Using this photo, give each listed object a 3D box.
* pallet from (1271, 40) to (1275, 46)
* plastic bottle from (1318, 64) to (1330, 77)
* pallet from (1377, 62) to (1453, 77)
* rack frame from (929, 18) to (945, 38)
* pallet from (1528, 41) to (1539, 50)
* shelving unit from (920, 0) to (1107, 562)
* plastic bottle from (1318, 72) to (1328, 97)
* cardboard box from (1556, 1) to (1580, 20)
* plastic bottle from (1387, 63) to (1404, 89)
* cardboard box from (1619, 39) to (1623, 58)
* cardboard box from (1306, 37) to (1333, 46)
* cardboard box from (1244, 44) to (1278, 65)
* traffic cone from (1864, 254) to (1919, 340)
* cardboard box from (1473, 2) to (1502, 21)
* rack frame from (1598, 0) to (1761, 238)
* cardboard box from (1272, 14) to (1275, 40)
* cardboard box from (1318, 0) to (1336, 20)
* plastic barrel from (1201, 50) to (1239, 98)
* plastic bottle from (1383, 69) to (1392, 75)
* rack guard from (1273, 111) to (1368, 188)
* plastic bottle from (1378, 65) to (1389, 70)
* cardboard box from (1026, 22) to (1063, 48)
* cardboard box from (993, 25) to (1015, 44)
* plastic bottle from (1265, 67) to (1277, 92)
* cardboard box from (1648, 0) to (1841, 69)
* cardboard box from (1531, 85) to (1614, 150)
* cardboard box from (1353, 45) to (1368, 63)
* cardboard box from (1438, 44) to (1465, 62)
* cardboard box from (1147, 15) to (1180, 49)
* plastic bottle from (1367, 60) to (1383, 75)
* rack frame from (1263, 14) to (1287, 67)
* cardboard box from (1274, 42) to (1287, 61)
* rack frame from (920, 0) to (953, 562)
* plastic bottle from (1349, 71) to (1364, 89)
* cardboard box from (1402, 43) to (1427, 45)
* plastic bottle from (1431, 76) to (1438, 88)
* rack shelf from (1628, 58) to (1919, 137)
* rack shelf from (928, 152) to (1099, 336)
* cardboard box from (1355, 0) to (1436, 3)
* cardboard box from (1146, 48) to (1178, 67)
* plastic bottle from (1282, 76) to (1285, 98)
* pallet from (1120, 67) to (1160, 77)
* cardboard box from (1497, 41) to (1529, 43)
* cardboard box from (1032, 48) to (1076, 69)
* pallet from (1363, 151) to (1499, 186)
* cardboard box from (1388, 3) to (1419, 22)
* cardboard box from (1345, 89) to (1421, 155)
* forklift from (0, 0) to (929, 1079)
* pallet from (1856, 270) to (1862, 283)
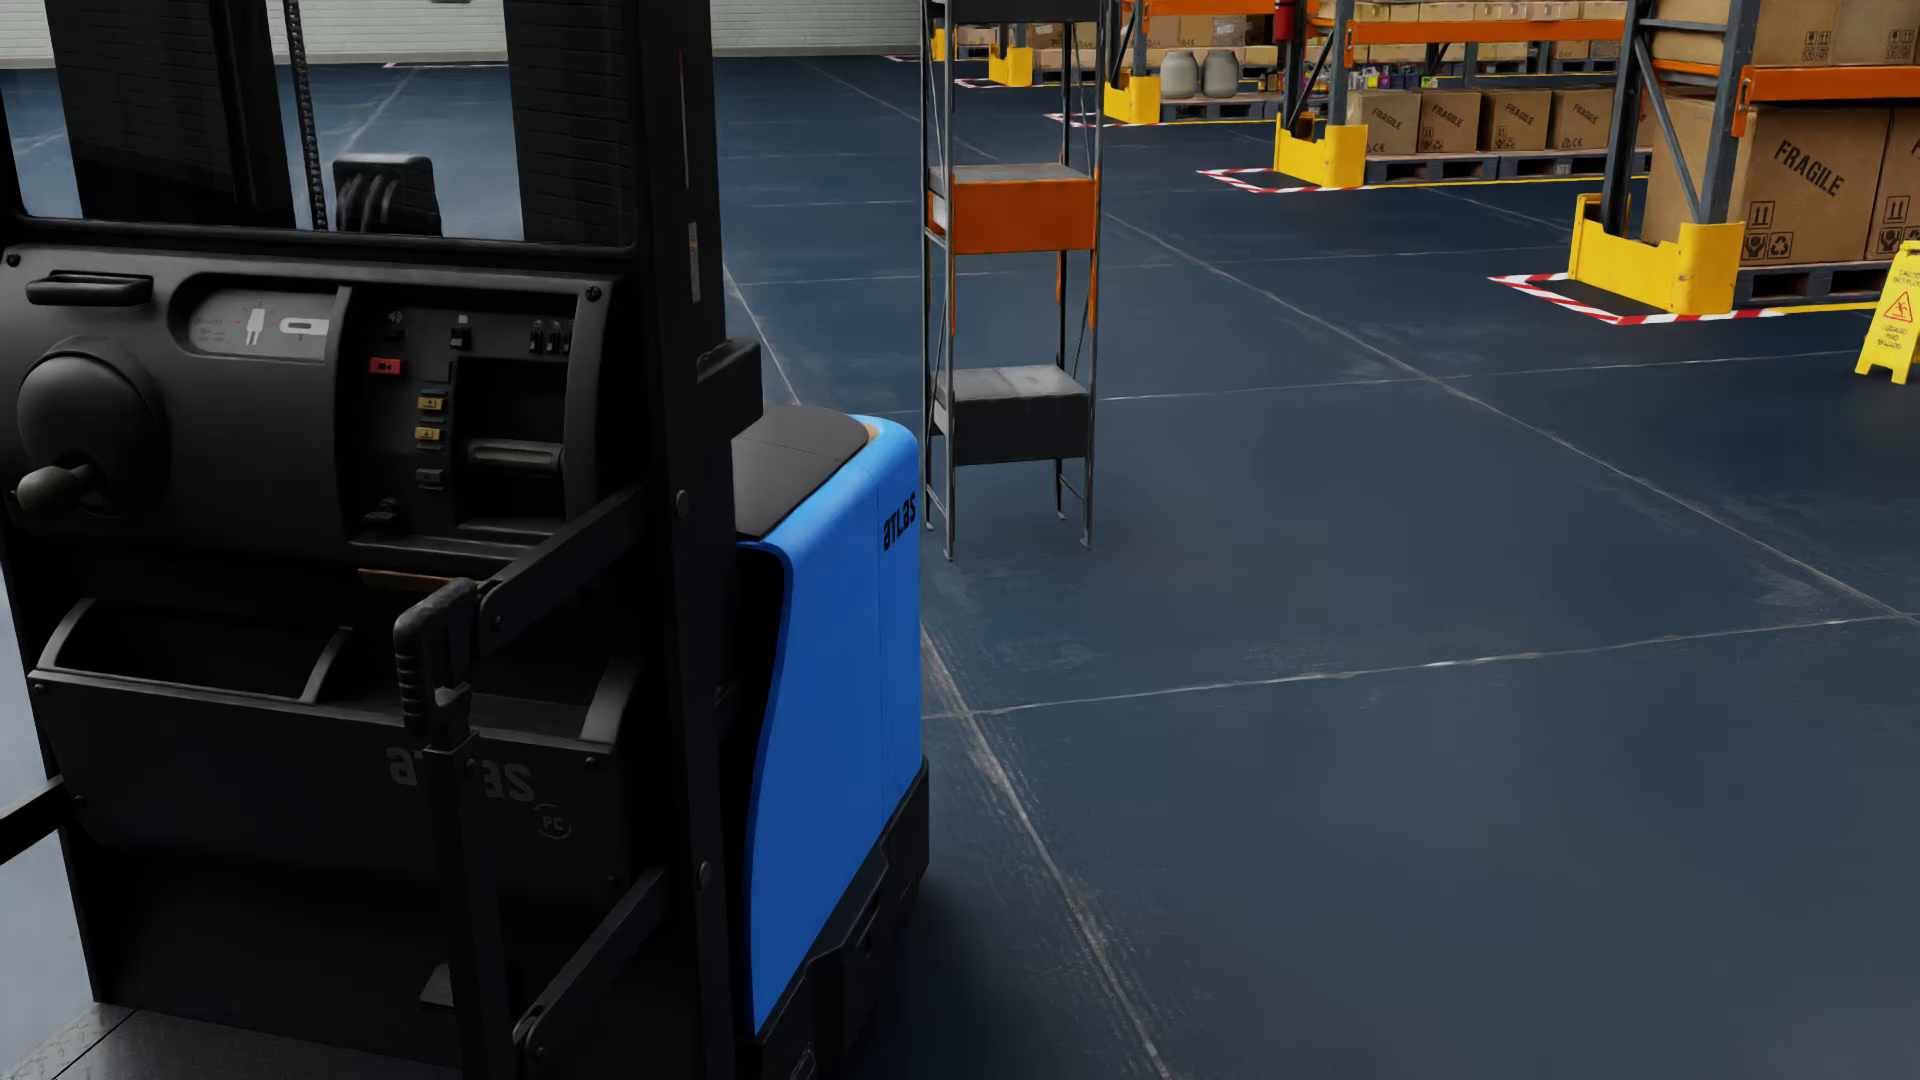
[{"bbox_3d":[5.423,-8.665,29.162,1.213,0.211,1.003,-5,21,-12],"label":"pallet"},{"bbox_3d":[4.277,-5.487,19.645,0.185,0.351,0.144,-5,21,-13],"label":"plastic bottle"},{"bbox_3d":[6.517,-7.016,24.661,1.213,0.211,1.003,-5,21,-12],"label":"pallet"},{"bbox_3d":[-0.417,-9.498,27.381,0.127,3.000,1.000,-5,21,-12],"label":"rack frame"},{"bbox_3d":[10.528,-9.052,30.218,1.213,0.211,1.003,-5,21,-12],"label":"pallet"},{"bbox_3d":[0.161,-0.999,5.489,0.503,2.100,0.431,-5,21,-12],"label":"shelving unit"},{"bbox_3d":[4.130,-5.181,18.925,0.097,0.271,0.097,0,20,0],"label":"plastic bottle"},{"bbox_3d":[5.030,-4.499,14.100,0.250,0.149,0.380,-5,21,-12],"label":"cardboard box"},{"bbox_3d":[5.009,-5.298,19.129,0.185,0.351,0.144,-6,21,-15],"label":"plastic bottle"},{"bbox_3d":[10.018,-7.528,24.998,0.500,0.500,0.500,-5,21,-13],"label":"cardboard box"},{"bbox_3d":[5.079,-7.275,23.886,0.500,0.311,0.500,-5,21,-12],"label":"cardboard box"},{"bbox_3d":[4.219,-6.953,23.821,0.500,0.250,0.500,-5,21,-12],"label":"cardboard box"},{"bbox_3d":[4.889,-1.231,8.502,0.334,0.463,0.336,-5,21,-12],"label":"traffic cone"},{"bbox_3d":[4.313,-4.421,13.887,0.250,0.149,0.380,-5,21,-12],"label":"cardboard box"},{"bbox_3d":[4.046,-2.855,9.248,0.127,3.000,1.000,-5,21,-12],"label":"rack frame"},{"bbox_3d":[5.186,-8.996,29.005,0.500,0.500,0.700,-4,21,-12],"label":"cardboard box"},{"bbox_3d":[3.233,-4.497,14.096,0.250,0.149,0.380,-5,21,-12],"label":"cardboard box"},{"bbox_3d":[2.974,-5.328,19.005,0.421,0.512,0.421,0,20,0],"label":"plastic barrel"},{"bbox_3d":[4.950,-5.311,19.272,0.135,0.276,0.152,-5,21,-12],"label":"plastic bottle"},{"bbox_3d":[3.077,-3.356,14.249,0.348,0.500,1.175,-5,21,-12],"label":"rack guard"},{"bbox_3d":[5.036,-5.513,19.823,0.135,0.276,0.152,-4,20,-11],"label":"plastic bottle"},{"bbox_3d":[1.180,-7.240,23.515,0.500,0.500,0.500,-5,21,-12],"label":"cardboard box"},{"bbox_3d":[0.832,-8.512,27.959,0.500,0.311,0.500,-3,20,-8],"label":"cardboard box"},{"bbox_3d":[3.659,-5.420,19.559,0.133,0.283,0.061,-4,21,-11],"label":"plastic bottle"},{"bbox_3d":[4.396,-2.970,9.344,0.550,0.550,0.875,-5,21,-12],"label":"cardboard box"},{"bbox_3d":[5.355,-3.722,14.638,0.500,0.500,0.500,-7,21,-17],"label":"cardboard box"},{"bbox_3d":[5.567,-7.052,24.091,0.500,0.250,0.500,-4,21,-11],"label":"cardboard box"},{"bbox_3d":[7.065,-7.175,24.428,0.500,0.250,0.500,-4,21,-11],"label":"cardboard box"},{"bbox_3d":[2.760,-7.184,23.362,0.500,0.500,0.500,-5,21,-12],"label":"cardboard box"},{"bbox_3d":[4.908,-5.488,19.646,0.185,0.351,0.144,-5,21,-12],"label":"plastic bottle"},{"bbox_3d":[4.620,-8.156,23.720,0.127,3.000,1.000,-5,21,-12],"label":"rack frame"},{"bbox_3d":[4.956,-7.192,24.475,0.500,0.250,0.500,-5,21,-13],"label":"cardboard box"},{"bbox_3d":[-0.076,-0.980,5.436,0.015,2.100,0.400,-5,21,-12],"label":"rack frame"},{"bbox_3d":[4.535,-5.226,19.040,0.135,0.276,0.152,-4,21,-11],"label":"plastic bottle"},{"bbox_3d":[6.575,-7.397,24.219,0.500,0.311,0.500,-4,21,-11],"label":"cardboard box"},{"bbox_3d":[5.474,-5.258,19.235,0.097,0.201,0.097,0,20,0],"label":"plastic bottle"},{"bbox_3d":[5.992,-2.676,9.804,4.000,0.370,1.077,-5,21,-12],"label":"rack shelf"},{"bbox_3d":[0.161,-0.986,5.494,0.480,0.518,0.431,-5,21,-12],"label":"rack shelf"},{"bbox_3d":[3.544,-4.745,13.828,0.500,0.500,0.875,-5,21,-12],"label":"cardboard box"},{"bbox_3d":[2.760,-6.832,23.492,0.500,0.250,0.500,-5,21,-12],"label":"cardboard box"},{"bbox_3d":[3.699,-5.146,18.829,0.097,0.271,0.097,0,20,0],"label":"plastic bottle"},{"bbox_3d":[2.646,-6.700,23.799,1.213,0.211,1.003,-5,21,-12],"label":"pallet"},{"bbox_3d":[8.059,-7.519,24.550,0.500,0.311,0.500,-4,21,-11],"label":"cardboard box"},{"bbox_3d":[1.300,-6.714,23.169,0.500,0.250,0.500,-5,21,-12],"label":"cardboard box"},{"bbox_3d":[3.875,-3.273,14.442,1.213,0.211,1.003,-5,21,-12],"label":"pallet"},{"bbox_3d":[3.583,-4.362,13.726,0.250,0.149,0.380,-5,21,-12],"label":"cardboard box"},{"bbox_3d":[3.614,-3.591,14.280,0.500,0.500,0.500,-1,20,-2],"label":"cardboard box"},{"bbox_3d":[-0.945,-0.171,2.019,1.130,2.935,3.031,5,21,14],"label":"forklift"},{"bbox_3d":[5.991,-1.731,10.233,1.213,0.211,1.003,-5,21,-12],"label":"pallet"}]
